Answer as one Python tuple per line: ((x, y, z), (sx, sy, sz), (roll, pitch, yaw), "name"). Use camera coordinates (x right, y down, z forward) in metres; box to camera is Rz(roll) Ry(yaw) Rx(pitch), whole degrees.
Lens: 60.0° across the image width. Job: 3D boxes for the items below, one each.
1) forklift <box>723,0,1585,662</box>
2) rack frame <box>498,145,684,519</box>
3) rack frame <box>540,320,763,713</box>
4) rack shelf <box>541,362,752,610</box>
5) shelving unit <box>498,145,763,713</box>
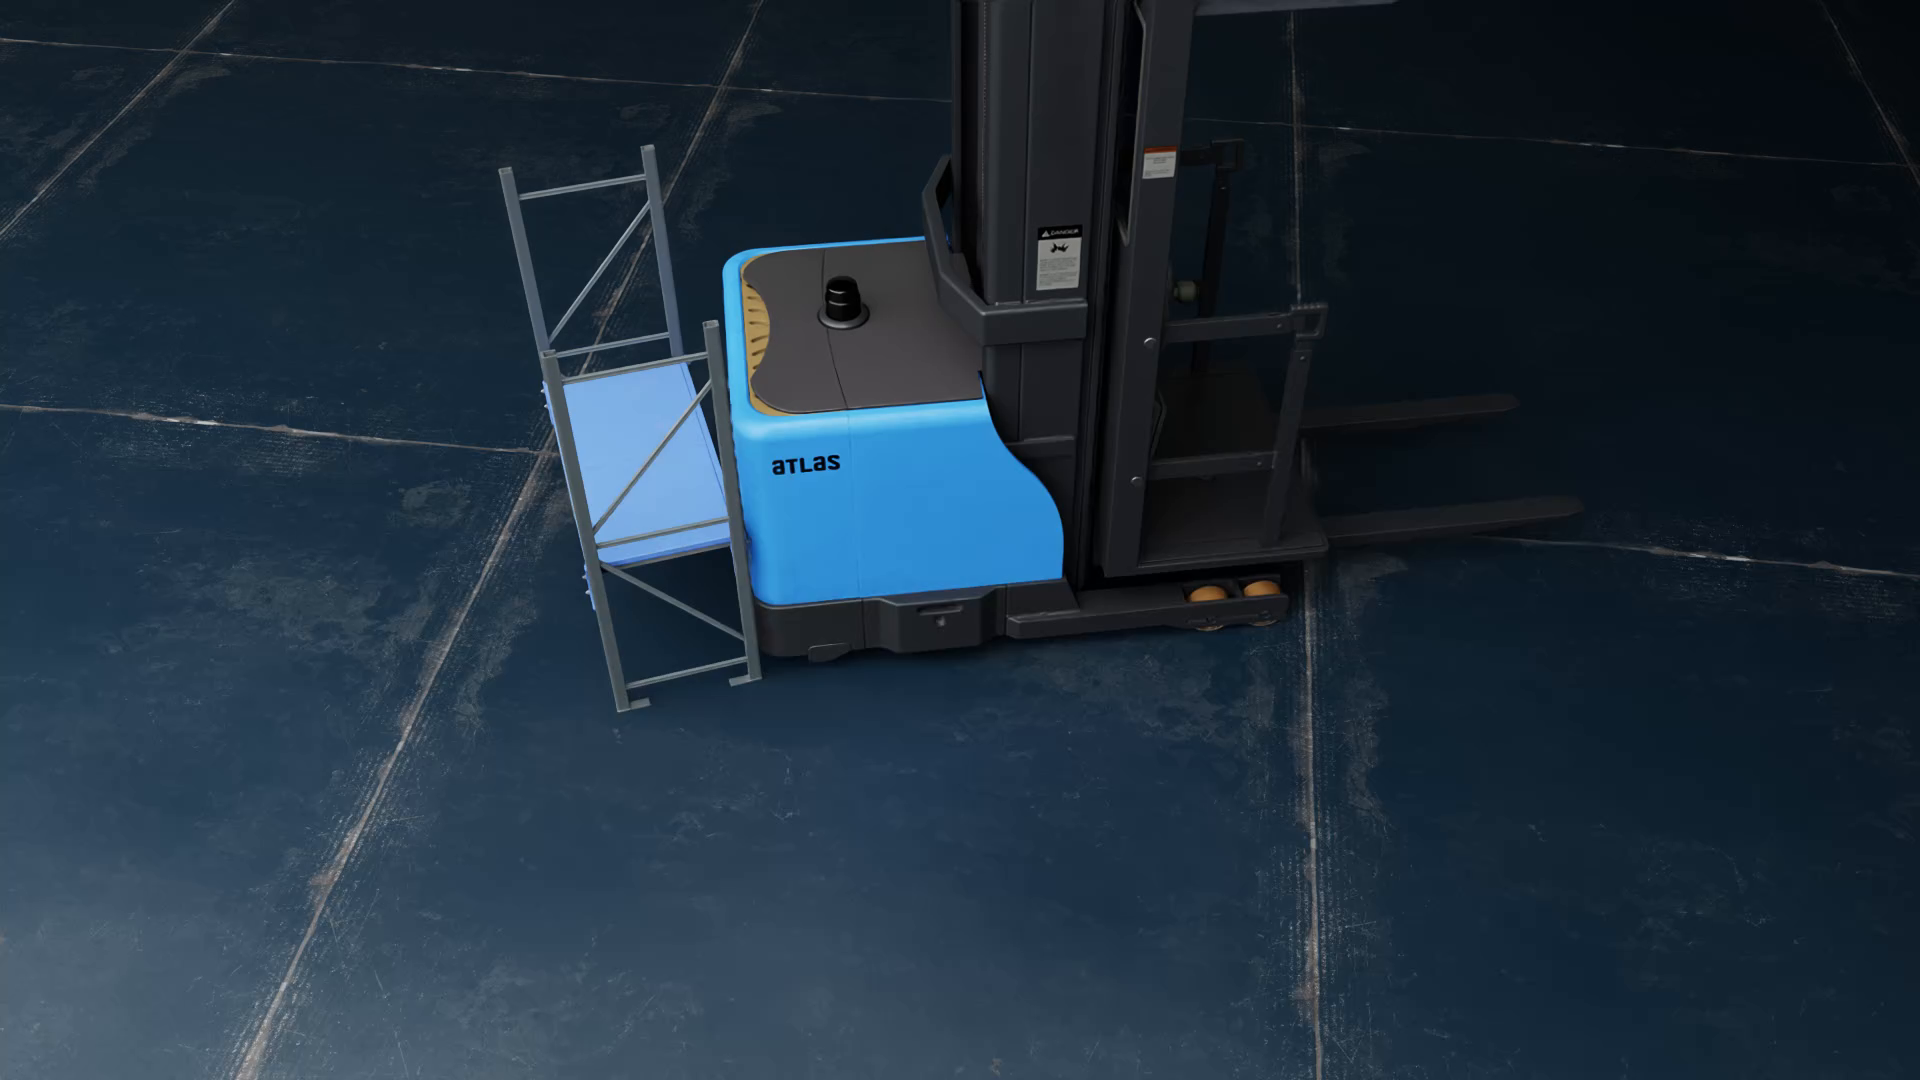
((0.727, -1.098, 5.278), (3.031, 2.935, 1.130), (-5, 44, -6), "forklift")
((-1.235, -0.686, 5.883), (0.500, 1.500, 0.032), (-12, 45, -13), "rack frame")
((-0.924, -0.020, 5.180), (0.500, 1.500, 0.032), (-12, 45, -13), "rack frame")
((-1.080, -0.222, 5.656), (0.538, 0.185, 1.000), (-12, 45, -13), "rack shelf")
((-1.080, -0.353, 5.532), (0.538, 1.500, 1.048), (-12, 45, -13), "shelving unit")
